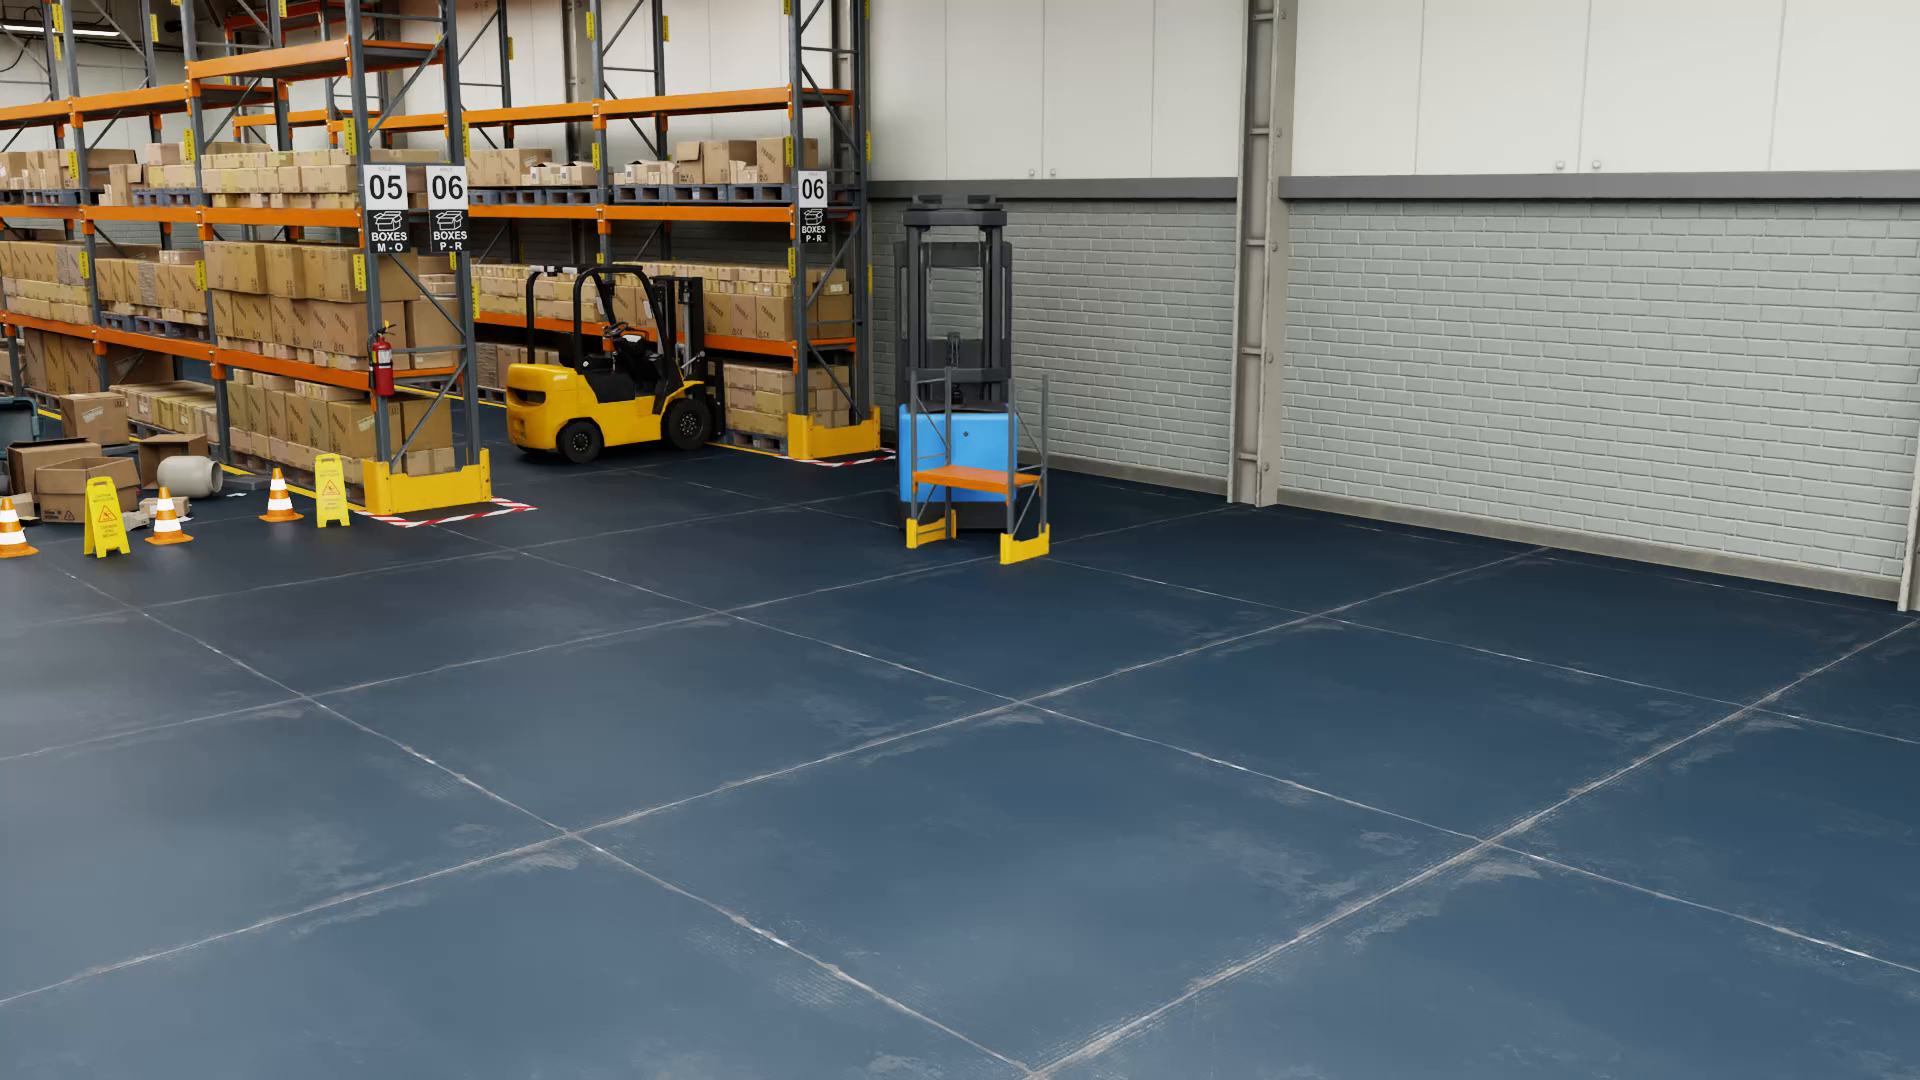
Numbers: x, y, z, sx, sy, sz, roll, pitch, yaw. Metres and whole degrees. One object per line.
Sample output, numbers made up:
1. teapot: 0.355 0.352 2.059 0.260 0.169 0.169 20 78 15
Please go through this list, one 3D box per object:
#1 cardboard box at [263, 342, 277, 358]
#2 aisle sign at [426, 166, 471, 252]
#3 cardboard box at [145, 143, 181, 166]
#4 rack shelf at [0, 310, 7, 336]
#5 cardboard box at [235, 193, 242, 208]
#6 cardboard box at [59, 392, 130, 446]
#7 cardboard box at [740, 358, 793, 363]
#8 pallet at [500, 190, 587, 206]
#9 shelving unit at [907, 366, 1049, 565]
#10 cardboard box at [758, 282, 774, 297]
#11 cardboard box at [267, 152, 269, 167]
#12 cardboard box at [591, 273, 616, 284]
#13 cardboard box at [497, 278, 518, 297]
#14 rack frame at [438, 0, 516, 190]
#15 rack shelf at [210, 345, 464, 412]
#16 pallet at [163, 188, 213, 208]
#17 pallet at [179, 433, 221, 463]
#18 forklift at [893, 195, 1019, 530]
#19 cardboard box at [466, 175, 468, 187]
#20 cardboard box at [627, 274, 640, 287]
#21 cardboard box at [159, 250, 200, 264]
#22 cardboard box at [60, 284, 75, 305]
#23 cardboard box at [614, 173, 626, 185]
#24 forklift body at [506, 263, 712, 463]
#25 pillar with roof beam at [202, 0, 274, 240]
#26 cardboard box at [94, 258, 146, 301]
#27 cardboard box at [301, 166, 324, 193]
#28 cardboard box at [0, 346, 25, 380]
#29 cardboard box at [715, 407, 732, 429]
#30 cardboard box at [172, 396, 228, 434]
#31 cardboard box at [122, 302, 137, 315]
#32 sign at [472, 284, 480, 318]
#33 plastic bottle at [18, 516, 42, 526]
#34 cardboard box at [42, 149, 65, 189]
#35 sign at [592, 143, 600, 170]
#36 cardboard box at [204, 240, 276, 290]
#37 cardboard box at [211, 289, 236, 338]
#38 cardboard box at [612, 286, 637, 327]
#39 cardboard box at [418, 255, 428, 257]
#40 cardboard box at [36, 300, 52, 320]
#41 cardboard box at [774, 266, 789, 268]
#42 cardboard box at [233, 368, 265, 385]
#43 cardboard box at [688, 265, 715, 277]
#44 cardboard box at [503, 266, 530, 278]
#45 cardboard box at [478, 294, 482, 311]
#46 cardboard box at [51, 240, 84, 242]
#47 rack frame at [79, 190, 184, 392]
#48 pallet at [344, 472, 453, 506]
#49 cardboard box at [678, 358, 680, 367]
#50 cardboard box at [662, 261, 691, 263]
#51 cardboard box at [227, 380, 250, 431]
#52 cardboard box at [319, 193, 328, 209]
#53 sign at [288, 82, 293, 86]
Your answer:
1. cardboard box: -6.955 -1.972 17.171 0.380 0.149 0.250 -11 16 -42
2. aisle sign: -4.788 -3.097 15.568 0.394 0.787 0.004 -11 16 -43
3. cardboard box: -9.030 -4.432 19.150 0.500 0.250 0.500 -11 16 -42
4. rack shelf: -14.723 -3.481 25.655 1.077 0.370 4.000 -11 16 -43
5. cardboard box: -7.388 -3.573 17.510 0.380 0.149 0.250 -11 16 -43
6. cardboard box: -9.084 -1.268 17.449 0.500 0.500 0.500 -11 16 -43
7. cardboard box: -2.347 -2.074 20.341 0.500 0.250 0.500 -11 16 -43
8. pallet: -5.684 -4.777 23.198 1.003 0.211 1.213 -10 15 -40
9. shelving unit: 0.147 -0.646 13.828 1.083 1.500 0.587 9 15 38
10. cardboard box: -2.107 -2.893 19.166 0.380 0.149 0.250 -11 16 -42
11. cardboard box: -6.702 -3.803 16.651 0.380 0.149 0.250 -10 16 -41
12. cardboard box: -4.626 -3.451 21.875 0.380 0.149 0.250 -10 15 -41
13. cardboard box: -6.169 -3.570 23.439 0.500 0.250 0.500 11 16 44
14. rack frame: -6.992 -6.588 24.087 1.000 3.000 0.127 -11 16 -43
15. rack shelf: -6.436 -1.729 17.154 1.077 0.370 4.000 -11 16 -43
16. pallet: -8.166 -3.856 18.724 1.213 0.211 1.003 -11 16 -43
17. pallet: -8.356 -1.121 19.330 1.003 0.211 1.213 -11 16 -43
18. forklift: -0.076 -1.768 15.727 1.130 2.935 3.031 -1 12 -3
19. cardboard box: -6.971 -5.166 23.908 0.380 0.166 0.250 -11 16 -43
20. cardboard box: -4.020 -3.312 21.197 0.380 0.149 0.250 -10 16 -41
21. cardboard box: -8.991 -3.263 19.182 0.250 0.149 0.380 11 16 43
22. cardboard box: -11.454 -3.238 21.829 0.500 0.250 0.500 11 16 44
23. cardboard box: -4.139 -4.559 21.005 0.380 0.149 0.250 -10 16 -41
24. forklift body: -4.096 -2.089 19.220 2.313 2.155 1.214 -11 16 -43
25. pillar with roof beam: -16.840 -7.675 29.361 9.100 9.000 0.548 -11 16 -43
26. cardboard box: -10.436 -3.260 20.774 0.500 0.500 0.500 11 16 44
27. cardboard box: -5.940 -3.444 15.894 0.500 0.250 0.500 -11 16 -43
28. cardboard box: -14.316 -2.729 25.533 0.875 0.438 0.875 11 16 43
29. cardboard box: -2.696 -1.514 20.098 0.500 0.250 0.500 -11 16 -42
30. cardboard box: -8.680 -1.473 19.598 0.950 0.372 0.625 -10 15 -39
31. cardboard box: -9.988 -2.831 20.302 0.380 0.149 0.250 -11 16 -42
32. sign: -4.662 -2.289 15.945 0.100 0.325 0.005 -11 16 -43
33. plastic bottle: -8.485 -0.173 15.100 0.283 0.061 0.133 6 13 26
34. cardboard box: -11.400 -4.799 21.550 0.500 0.500 0.700 11 16 42
35. sign: -4.615 -4.865 21.098 0.100 0.325 0.005 -11 16 -43
36. cardboard box: -7.670 -2.963 17.899 0.700 0.500 0.500 -11 16 -43
37. cardboard box: -7.715 -2.465 17.958 0.500 0.500 0.500 -11 16 -43
38. cardboard box: -4.112 -3.014 21.357 0.500 0.500 0.500 11 16 44
39. cardboard box: -8.682 -4.196 26.056 0.700 0.500 0.500 -11 16 -43
40. cardboard box: -12.189 -3.140 22.591 0.500 0.250 0.500 -11 16 -43
41. cardboard box: -2.054 -3.191 19.873 0.380 0.149 0.250 -11 16 -42
42. cardboard box: -7.562 -1.767 17.863 0.380 0.149 0.250 -11 16 -42
43. cardboard box: -3.092 -3.279 20.303 0.380 0.149 0.250 -11 16 -42
44. cardboard box: -6.219 -3.787 23.504 0.380 0.149 0.250 -11 16 -42
45. cardboard box: -6.862 -3.477 24.227 0.500 0.250 0.500 -11 16 -42
46. cardboard box: -12.851 -4.050 23.908 0.500 0.500 0.500 -10 15 -41
47. rack frame: -10.579 -2.957 21.332 1.000 3.000 0.127 -11 16 -43
48. pallet: -5.643 -0.559 16.600 1.003 0.211 1.213 -11 16 -43
49. cardboard box: -3.425 -2.153 20.724 0.500 0.250 0.500 -10 15 -41
50. cardboard box: -3.647 -3.531 21.525 0.250 0.149 0.380 11 16 44
51. cardboard box: -7.605 -1.476 18.057 0.500 0.500 0.500 -10 15 -40
52. cardboard box: -5.858 -3.224 15.817 0.380 0.149 0.250 -10 15 -41
53. sign: -12.101 -8.365 30.004 0.100 0.325 0.005 -11 16 -43
